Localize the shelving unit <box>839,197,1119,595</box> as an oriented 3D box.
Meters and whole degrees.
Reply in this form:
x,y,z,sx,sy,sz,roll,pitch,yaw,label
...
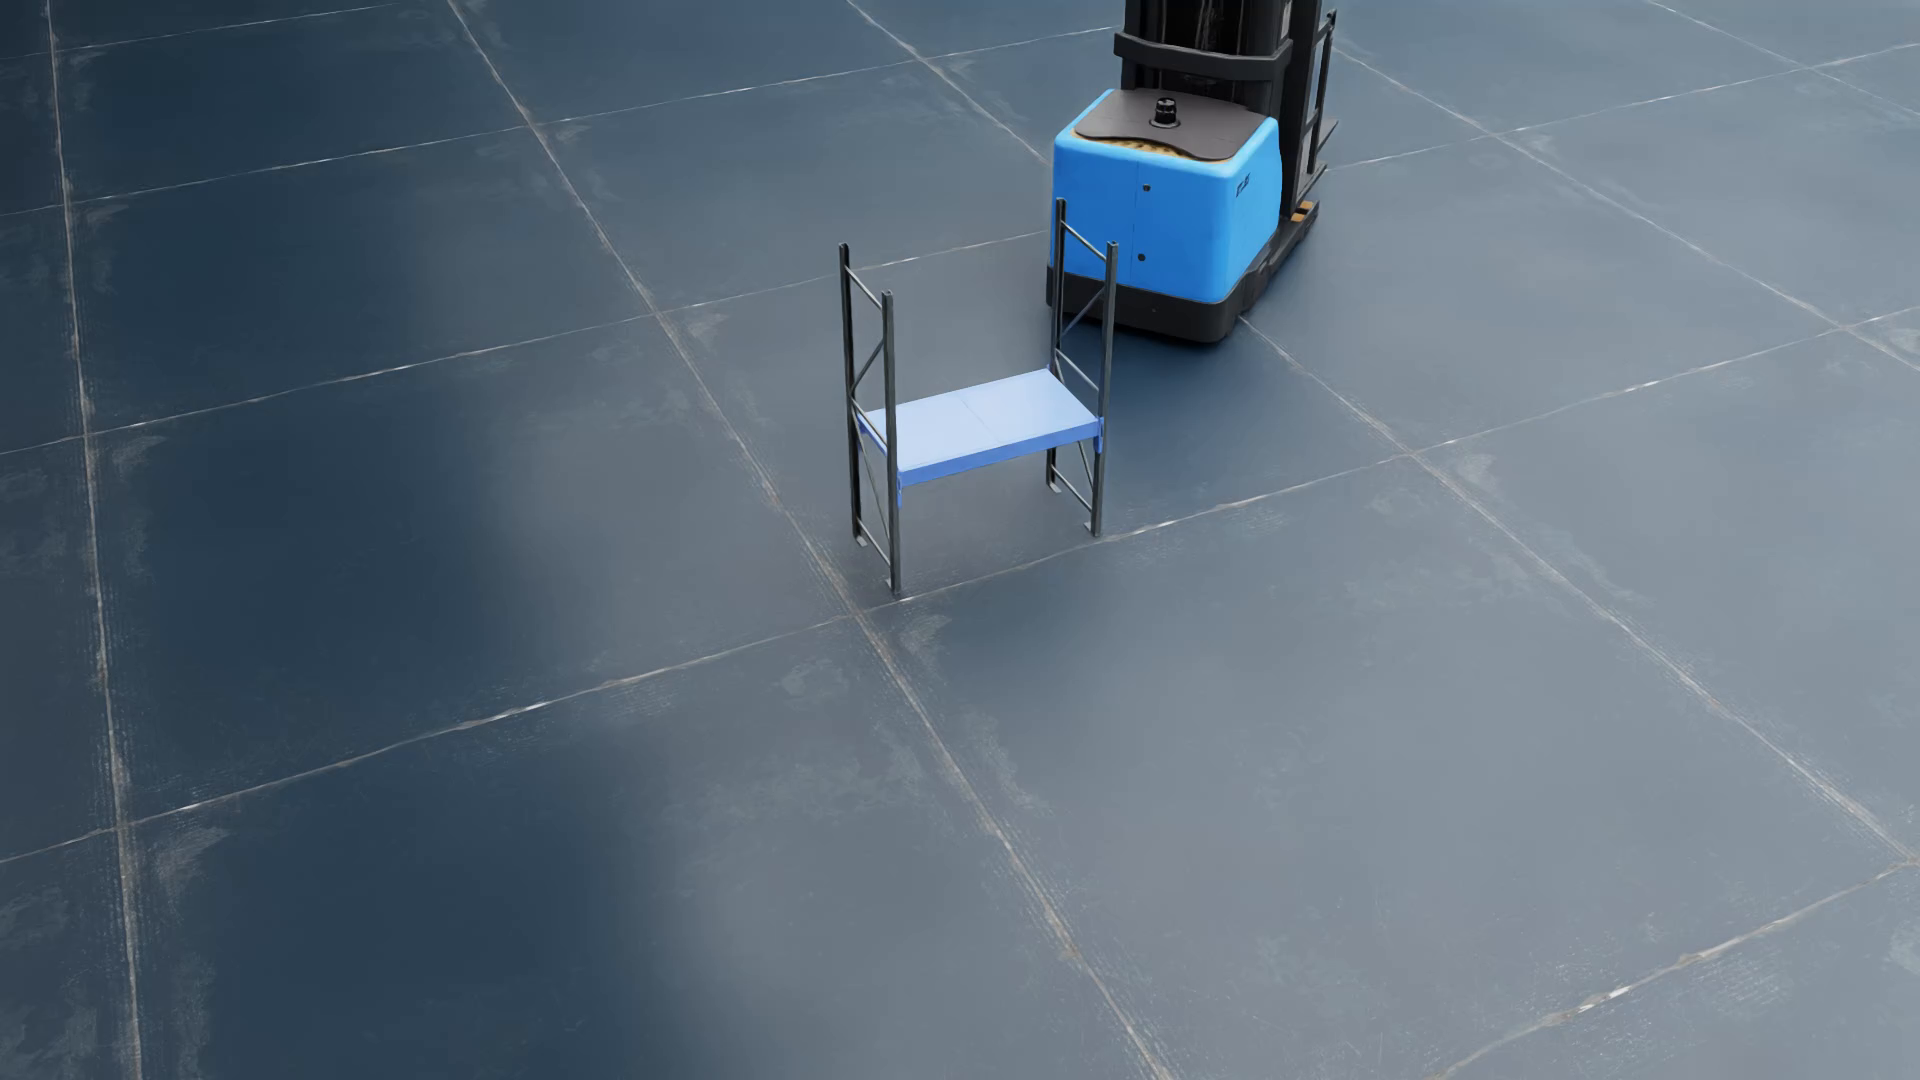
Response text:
x,y,z,sx,sy,sz,roll,pitch,yaw,label
0.077,-0.624,7.332,1.048,1.500,0.538,-16,39,-20,shelving unit

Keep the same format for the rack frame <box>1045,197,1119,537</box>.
x,y,z,sx,sy,sz,roll,pitch,yaw,label
0.537,-0.753,7.506,0.032,1.500,0.500,-16,39,-20,rack frame

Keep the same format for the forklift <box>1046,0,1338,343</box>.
x,y,z,sx,sy,sz,roll,pitch,yaw,label
1.585,-3.123,9.500,1.130,2.935,3.031,16,40,21,forklift

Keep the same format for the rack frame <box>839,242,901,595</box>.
x,y,z,sx,sy,sz,roll,pitch,yaw,label
-0.383,-0.495,7.159,0.032,1.500,0.500,-16,39,-20,rack frame

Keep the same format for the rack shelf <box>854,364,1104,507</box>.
x,y,z,sx,sy,sz,roll,pitch,yaw,label
0.077,-0.480,7.439,1.000,0.185,0.538,-16,39,-20,rack shelf
